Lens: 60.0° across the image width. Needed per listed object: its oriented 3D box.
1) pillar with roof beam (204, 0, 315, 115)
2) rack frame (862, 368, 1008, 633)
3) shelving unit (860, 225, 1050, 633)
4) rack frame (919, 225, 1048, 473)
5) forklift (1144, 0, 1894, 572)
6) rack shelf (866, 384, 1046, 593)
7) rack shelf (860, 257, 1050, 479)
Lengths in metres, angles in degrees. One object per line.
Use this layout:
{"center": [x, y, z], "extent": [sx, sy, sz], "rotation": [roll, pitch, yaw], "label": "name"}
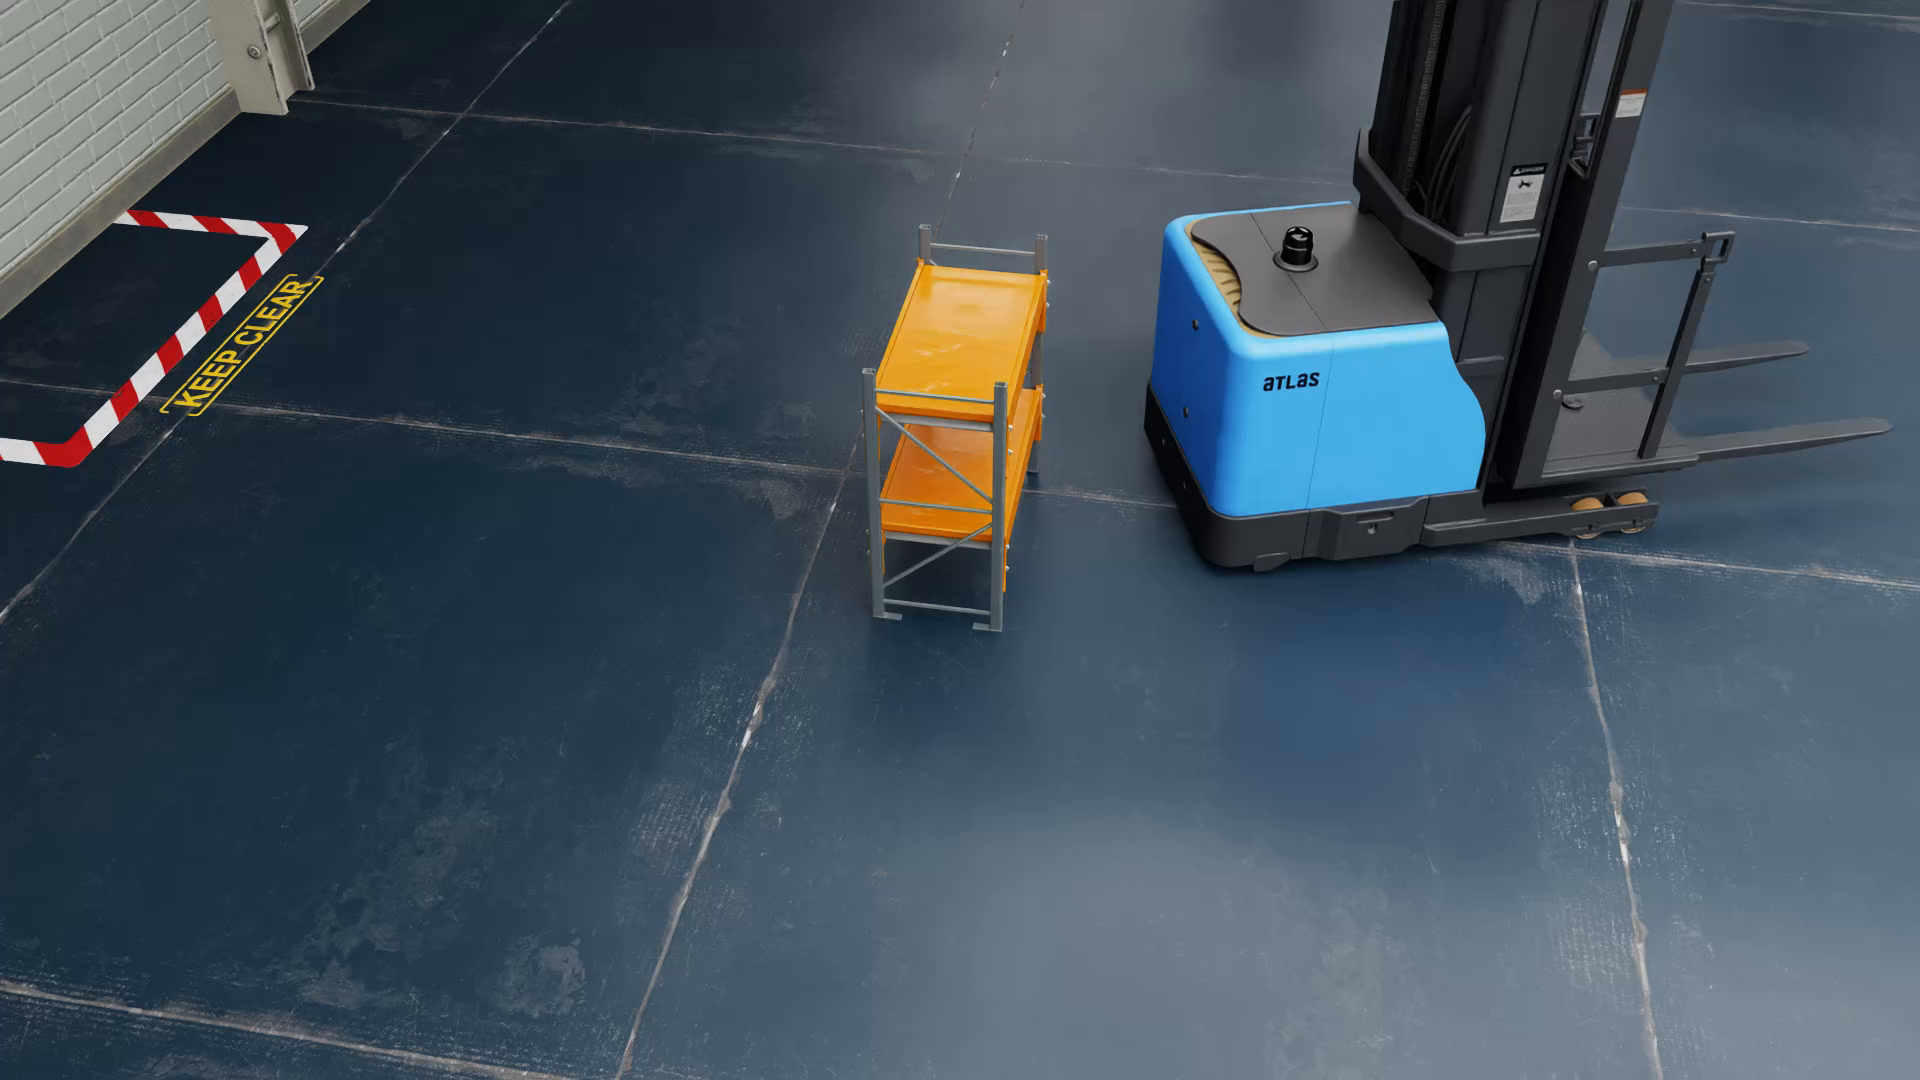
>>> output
{"center": [0.153, -5.631, 6.498], "extent": [9.100, 9.000, 0.400], "rotation": [6, 40, 8], "label": "pillar with roof beam"}
{"center": [-0.087, -0.119, 6.011], "extent": [0.500, 1.125, 0.032], "rotation": [6, 40, 8], "label": "rack frame"}
{"center": [0.001, -0.438, 6.397], "extent": [0.538, 1.125, 1.048], "rotation": [6, 40, 8], "label": "shelving unit"}
{"center": [0.089, -0.757, 6.783], "extent": [0.500, 1.125, 0.032], "rotation": [6, 40, 8], "label": "rack frame"}
{"center": [2.366, -1.461, 6.217], "extent": [3.031, 2.935, 1.130], "rotation": [-7, 40, -8], "label": "forklift"}
{"center": [0.001, -0.249, 6.553], "extent": [0.538, 0.278, 1.000], "rotation": [6, 40, 8], "label": "rack shelf"}
{"center": [0.001, -0.663, 6.210], "extent": [0.538, 0.278, 1.000], "rotation": [6, 40, 8], "label": "rack shelf"}
